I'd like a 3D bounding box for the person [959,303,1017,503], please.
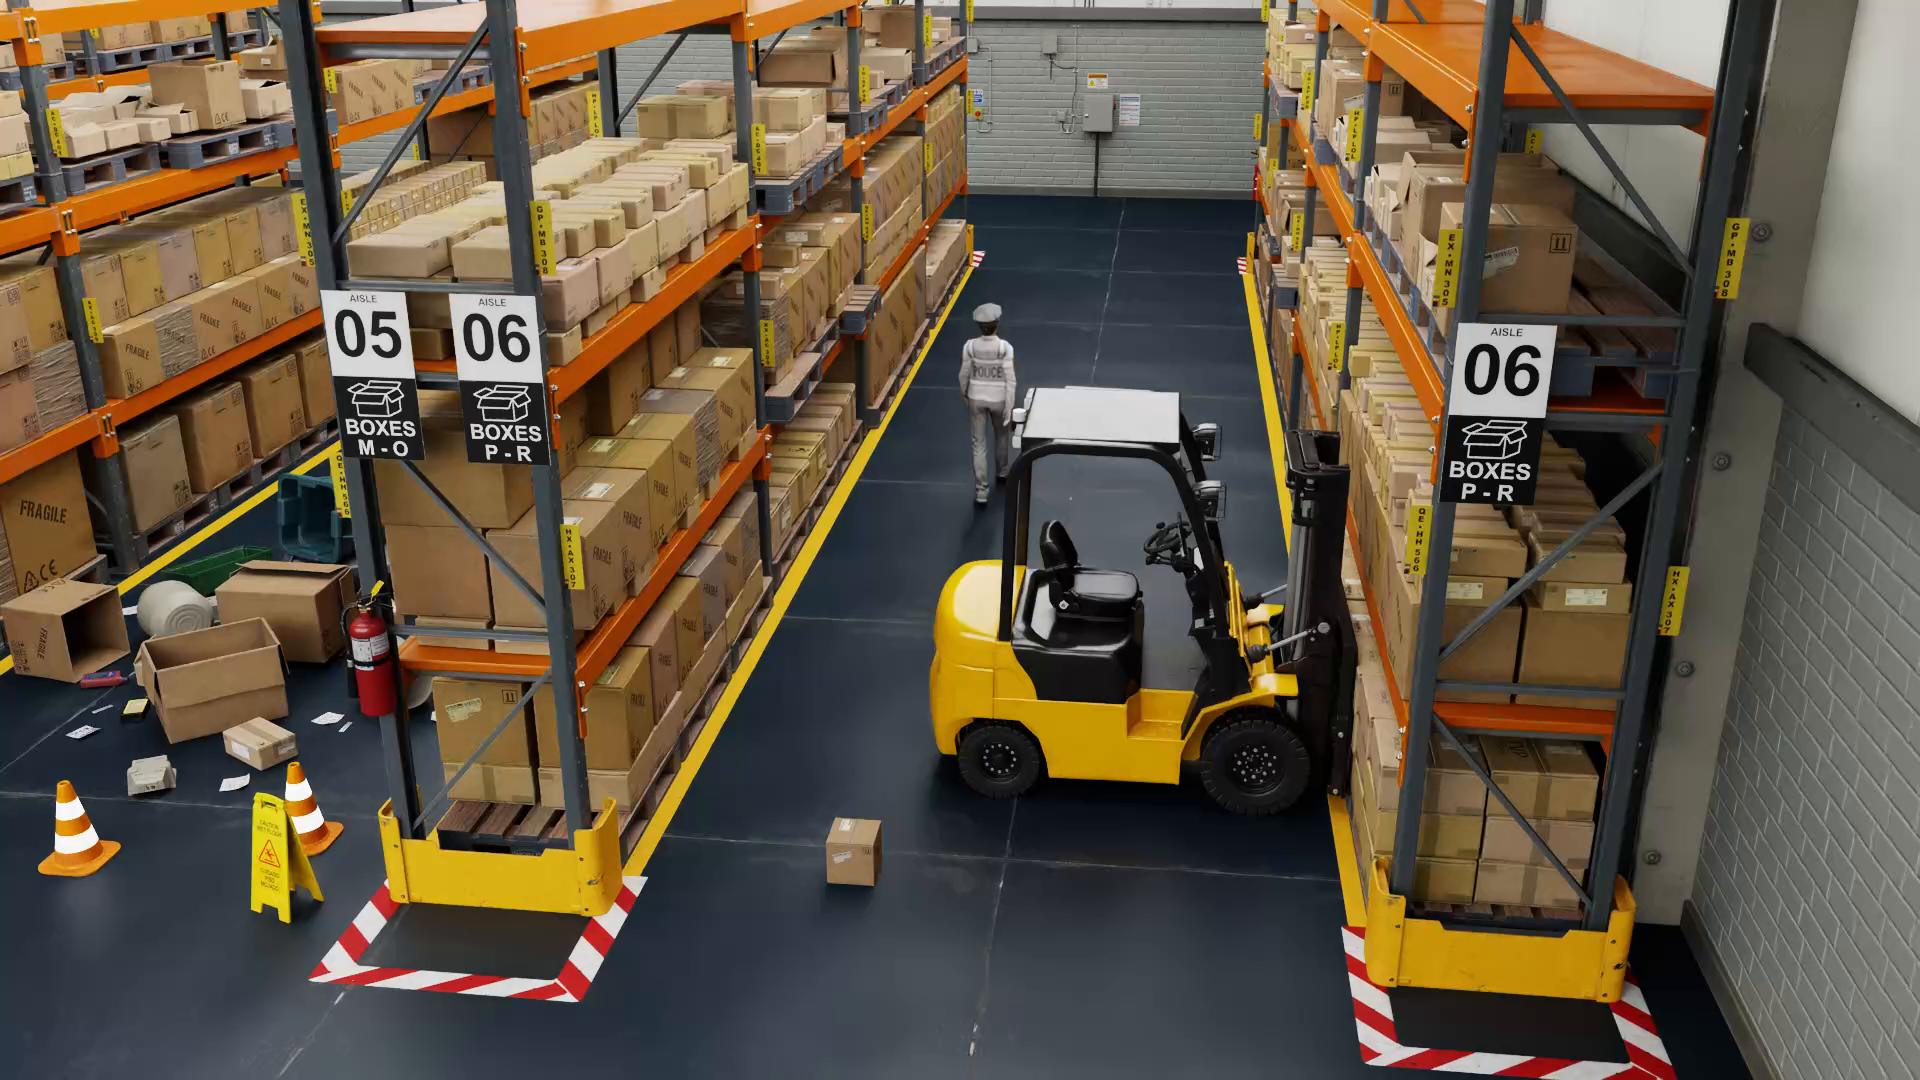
[{"bbox_3d":[0.239,-1.219,14.128,0.498,1.638,0.961,2,21,4],"label":"person"}]
